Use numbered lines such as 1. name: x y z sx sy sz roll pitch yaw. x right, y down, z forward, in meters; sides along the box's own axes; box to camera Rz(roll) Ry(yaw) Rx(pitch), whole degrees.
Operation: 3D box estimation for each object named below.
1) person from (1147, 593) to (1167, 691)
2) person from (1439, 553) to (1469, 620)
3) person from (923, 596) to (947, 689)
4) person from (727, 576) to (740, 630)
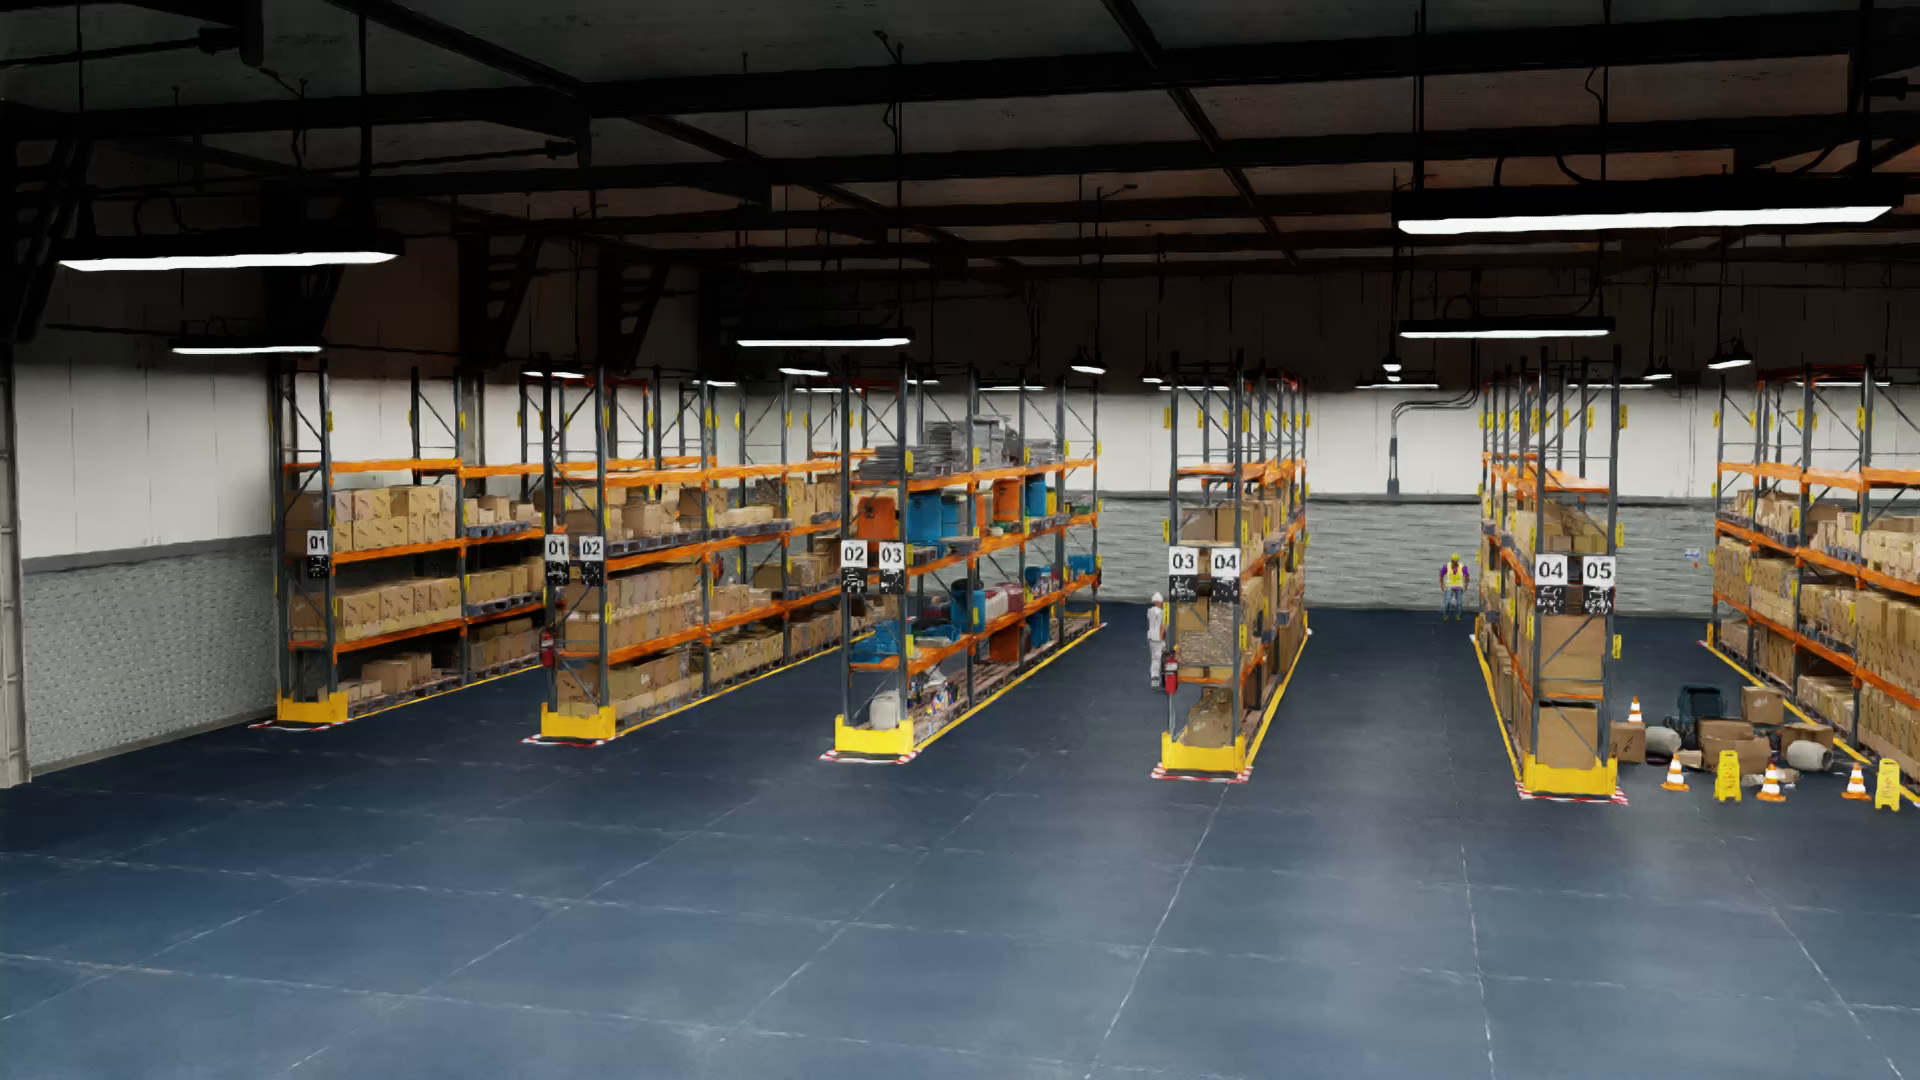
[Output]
1. person: 3.706 1.871 30.884 0.450 1.789 0.605 -1 4 -16
2. person: 12.333 1.169 41.520 0.719 1.714 0.575 1 4 14
3. person: -0.495 1.907 30.444 0.627 1.768 0.699 2 4 22
4. person: -4.982 1.570 36.553 0.497 1.583 1.090 1 4 17
